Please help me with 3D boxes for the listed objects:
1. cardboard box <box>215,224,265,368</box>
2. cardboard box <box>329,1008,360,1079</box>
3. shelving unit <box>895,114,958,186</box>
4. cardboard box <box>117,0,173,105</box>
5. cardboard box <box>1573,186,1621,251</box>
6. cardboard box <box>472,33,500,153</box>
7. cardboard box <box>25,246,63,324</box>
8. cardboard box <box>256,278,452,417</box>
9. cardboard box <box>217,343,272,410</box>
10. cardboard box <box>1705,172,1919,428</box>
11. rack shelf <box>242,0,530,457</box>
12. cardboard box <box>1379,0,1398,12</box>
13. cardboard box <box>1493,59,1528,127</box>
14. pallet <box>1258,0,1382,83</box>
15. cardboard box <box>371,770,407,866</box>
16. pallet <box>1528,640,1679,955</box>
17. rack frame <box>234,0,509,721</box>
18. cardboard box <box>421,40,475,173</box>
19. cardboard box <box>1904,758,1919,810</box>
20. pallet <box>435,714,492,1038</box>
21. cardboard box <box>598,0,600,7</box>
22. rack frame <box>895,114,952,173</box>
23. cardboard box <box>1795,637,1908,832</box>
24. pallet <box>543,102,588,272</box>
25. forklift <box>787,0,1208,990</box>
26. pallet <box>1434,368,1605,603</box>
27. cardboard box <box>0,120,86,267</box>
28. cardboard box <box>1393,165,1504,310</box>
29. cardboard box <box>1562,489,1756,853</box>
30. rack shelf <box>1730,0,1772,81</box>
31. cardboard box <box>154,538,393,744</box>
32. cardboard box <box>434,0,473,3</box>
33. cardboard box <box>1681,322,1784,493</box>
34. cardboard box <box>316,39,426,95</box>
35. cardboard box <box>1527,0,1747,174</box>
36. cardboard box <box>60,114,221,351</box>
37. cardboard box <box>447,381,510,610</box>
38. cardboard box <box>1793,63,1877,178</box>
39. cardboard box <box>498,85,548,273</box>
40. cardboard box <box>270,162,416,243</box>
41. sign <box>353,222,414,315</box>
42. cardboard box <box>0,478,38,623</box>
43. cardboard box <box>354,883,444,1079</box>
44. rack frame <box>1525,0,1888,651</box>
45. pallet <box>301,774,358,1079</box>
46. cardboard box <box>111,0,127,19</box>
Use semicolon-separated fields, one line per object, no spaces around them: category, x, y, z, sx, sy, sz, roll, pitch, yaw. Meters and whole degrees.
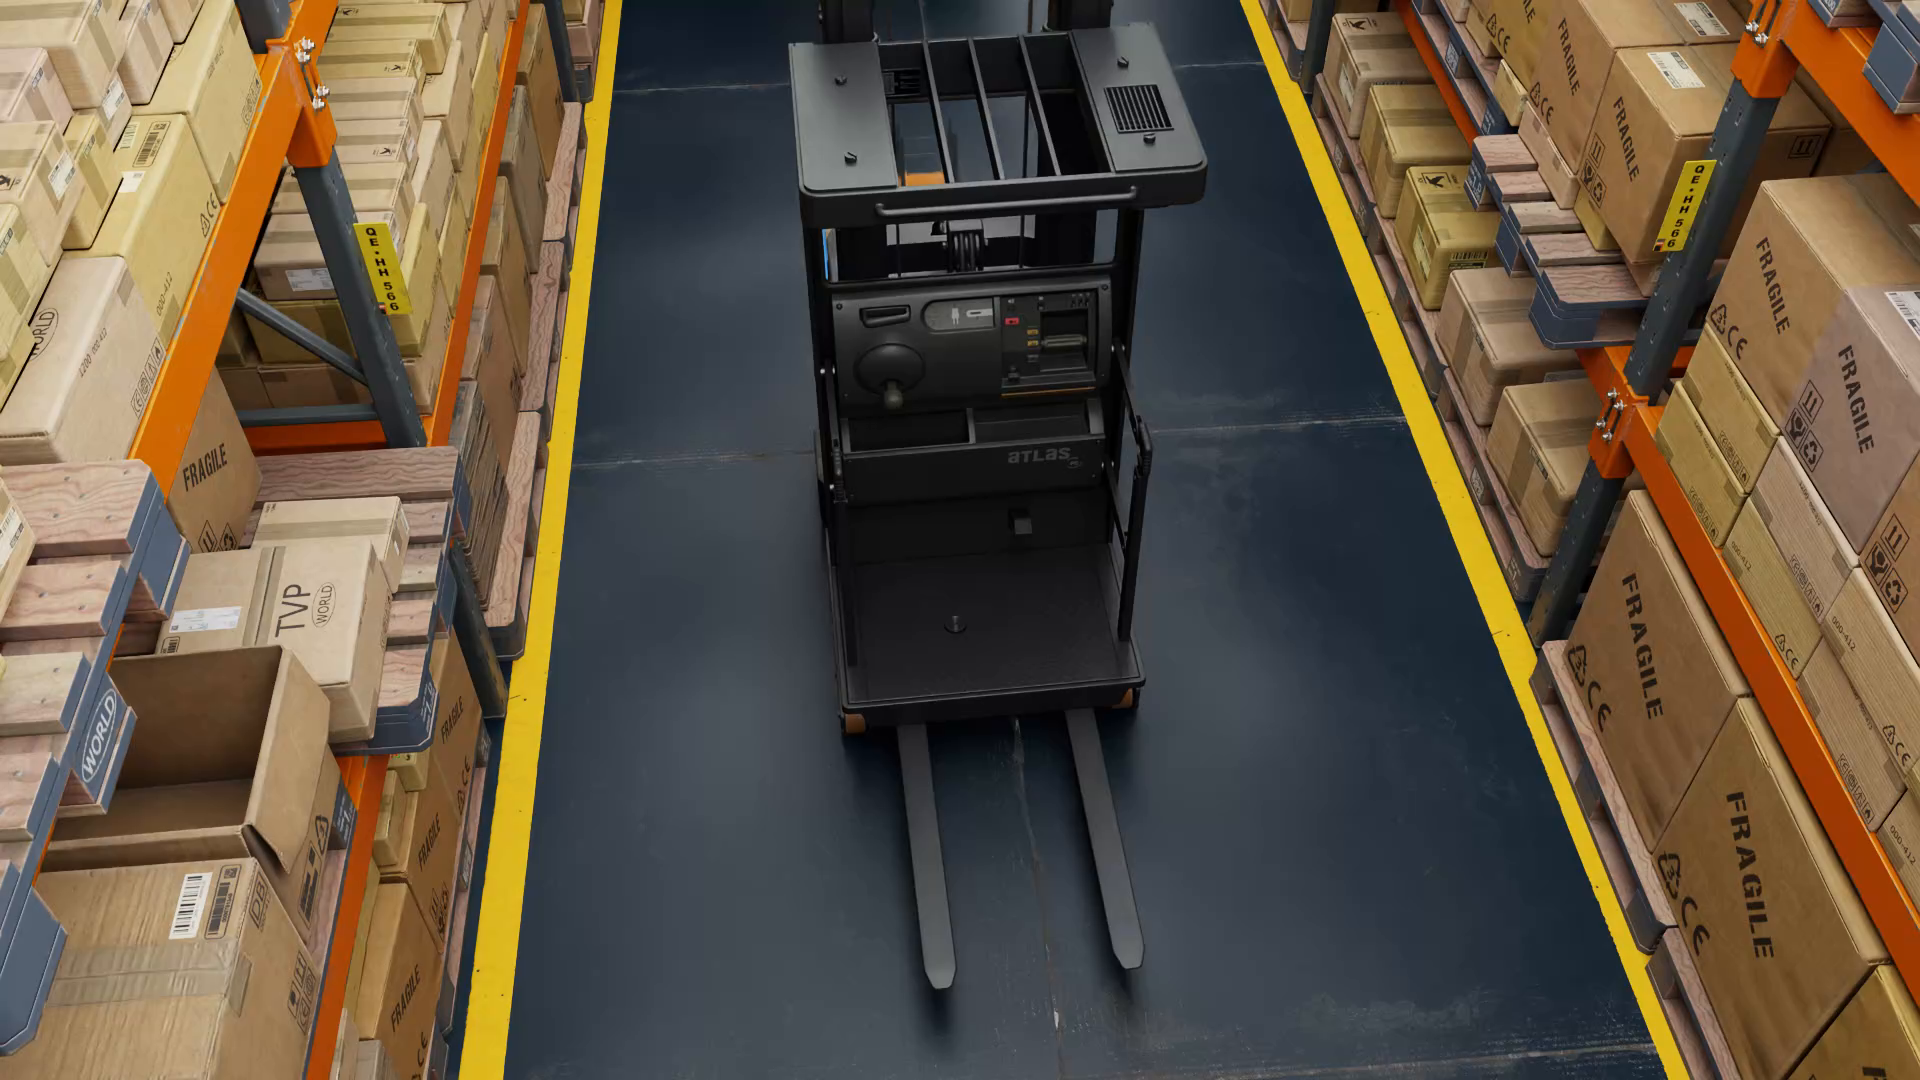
cardboard box;-2.526;-0.801;5.338;0.500;0.250;0.500;-3;47;-2
cardboard box;-1.835;1.423;4.459;0.380;0.149;0.250;-6;47;-5
shelving unit;-0.131;-1.225;7.210;0.258;1.200;0.189;-5;35;-5
cardboard box;-1.940;-1.059;3.586;0.380;0.149;0.250;-4;47;-4
cardboard box;2.378;-1.147;5.791;0.380;0.149;0.250;-3;47;-3
cardboard box;-2.134;-1.769;6.599;0.500;0.250;0.500;-2;47;-2
cardboard box;-1.908;-0.507;3.063;0.380;0.149;0.250;-3;47;-3
cardboard box;-2.005;-0.657;5.546;0.500;0.250;0.500;-3;47;-3
cardboard box;-2.504;-0.631;5.521;0.500;0.250;0.500;-4;47;-4
cardboard box;2.532;-0.683;4.710;0.500;0.500;0.500;-5;47;-5
rack shelf;-2.379;-1.572;6.805;1.077;0.370;4.000;-3;47;-3
cardboard box;2.619;-3.213;9.468;0.500;0.250;0.500;-5;47;-5
cardboard box;2.262;-1.708;6.322;0.380;0.149;0.250;-3;47;-3
pallet;2.308;-3.096;9.673;1.003;0.211;1.213;-3;47;-3
cardboard box;-1.886;0.850;5.001;0.380;0.149;0.250;-5;47;-5
pallet;2.725;0.857;5.929;1.003;0.211;1.213;-3;47;-3
rack frame;-2.212;-0.372;5.173;1.000;3.000;0.127;-3;47;-3
cardboard box;-2.072;-1.571;6.067;0.500;0.250;0.500;-5;47;-4
cardboard box;2.631;0.688;3.928;0.500;0.250;0.500;-3;47;-3
pallet;-2.187;1.129;5.672;1.003;0.211;1.213;-3;47;-3
cardboard box;-2.315;-3.202;9.458;0.500;0.250;0.500;-4;47;-4
rack frame;-0.142;-1.276;7.285;0.240;1.200;0.006;-5;35;-5
cardboard box;2.623;0.494;4.456;0.500;0.250;0.500;-2;47;-2
pallet;-2.446;-1.777;8.424;1.003;0.211;1.213;-3;47;-3
forklift;0.072;-0.559;5.397;1.130;2.935;3.031;-5;47;-5
pallet;2.670;-0.283;7.010;1.003;0.211;1.213;-3;47;-3
cardboard box;-1.803;-0.605;2.951;0.380;0.149;0.250;-4;47;-4
cardboard box;2.569;-1.409;7.676;0.950;0.372;0.625;-2;47;-2
cardboard box;2.709;0.414;5.602;0.875;0.875;0.875;-4;47;-4
rack shelf;2.567;-2.908;6.004;1.077;0.370;4.000;-3;47;-3
cardboard box;-1.801;0.278;4.371;0.500;0.250;0.500;-5;47;-5
cardboard box;-2.061;-2.180;6.370;0.380;0.149;0.250;-5;47;-4
cardboard box;2.530;-0.416;4.973;0.500;0.250;0.500;-4;47;-4
cardboard box;-2.101;-1.624;5.843;0.380;0.149;0.250;-3;47;-3
cardboard box;2.365;-1.643;5.814;0.500;0.500;0.500;-4;47;-4
cardboard box;-1.884;-0.632;3.457;0.500;0.250;0.500;-3;47;-3
cardboard box;-2.250;-0.152;6.311;0.875;0.625;0.625;-2;47;-2
cardboard box;2.927;-1.298;5.486;0.500;0.500;0.500;-5;47;-4
cardboard box;-2.434;-1.656;7.735;0.875;0.625;0.625;-4;47;-4
cardboard box;-1.969;-1.071;5.320;0.380;0.149;0.250;-3;47;-2
sign;-1.672;-0.783;4.819;0.100;0.325;0.005;-3;47;-3
cardboard box;-1.660;0.047;2.525;0.380;0.149;0.250;-3;47;-2
cardboard box;-1.884;1.377;4.949;0.500;0.500;0.500;-2;47;-2
rack frame;2.734;-0.677;5.462;1.000;3.000;0.127;-3;47;-3
pallet;-2.044;1.100;3.911;1.003;0.211;1.213;-3;47;-3
cardboard box;-1.972;-1.164;3.481;0.380;0.149;0.250;-5;47;-5
